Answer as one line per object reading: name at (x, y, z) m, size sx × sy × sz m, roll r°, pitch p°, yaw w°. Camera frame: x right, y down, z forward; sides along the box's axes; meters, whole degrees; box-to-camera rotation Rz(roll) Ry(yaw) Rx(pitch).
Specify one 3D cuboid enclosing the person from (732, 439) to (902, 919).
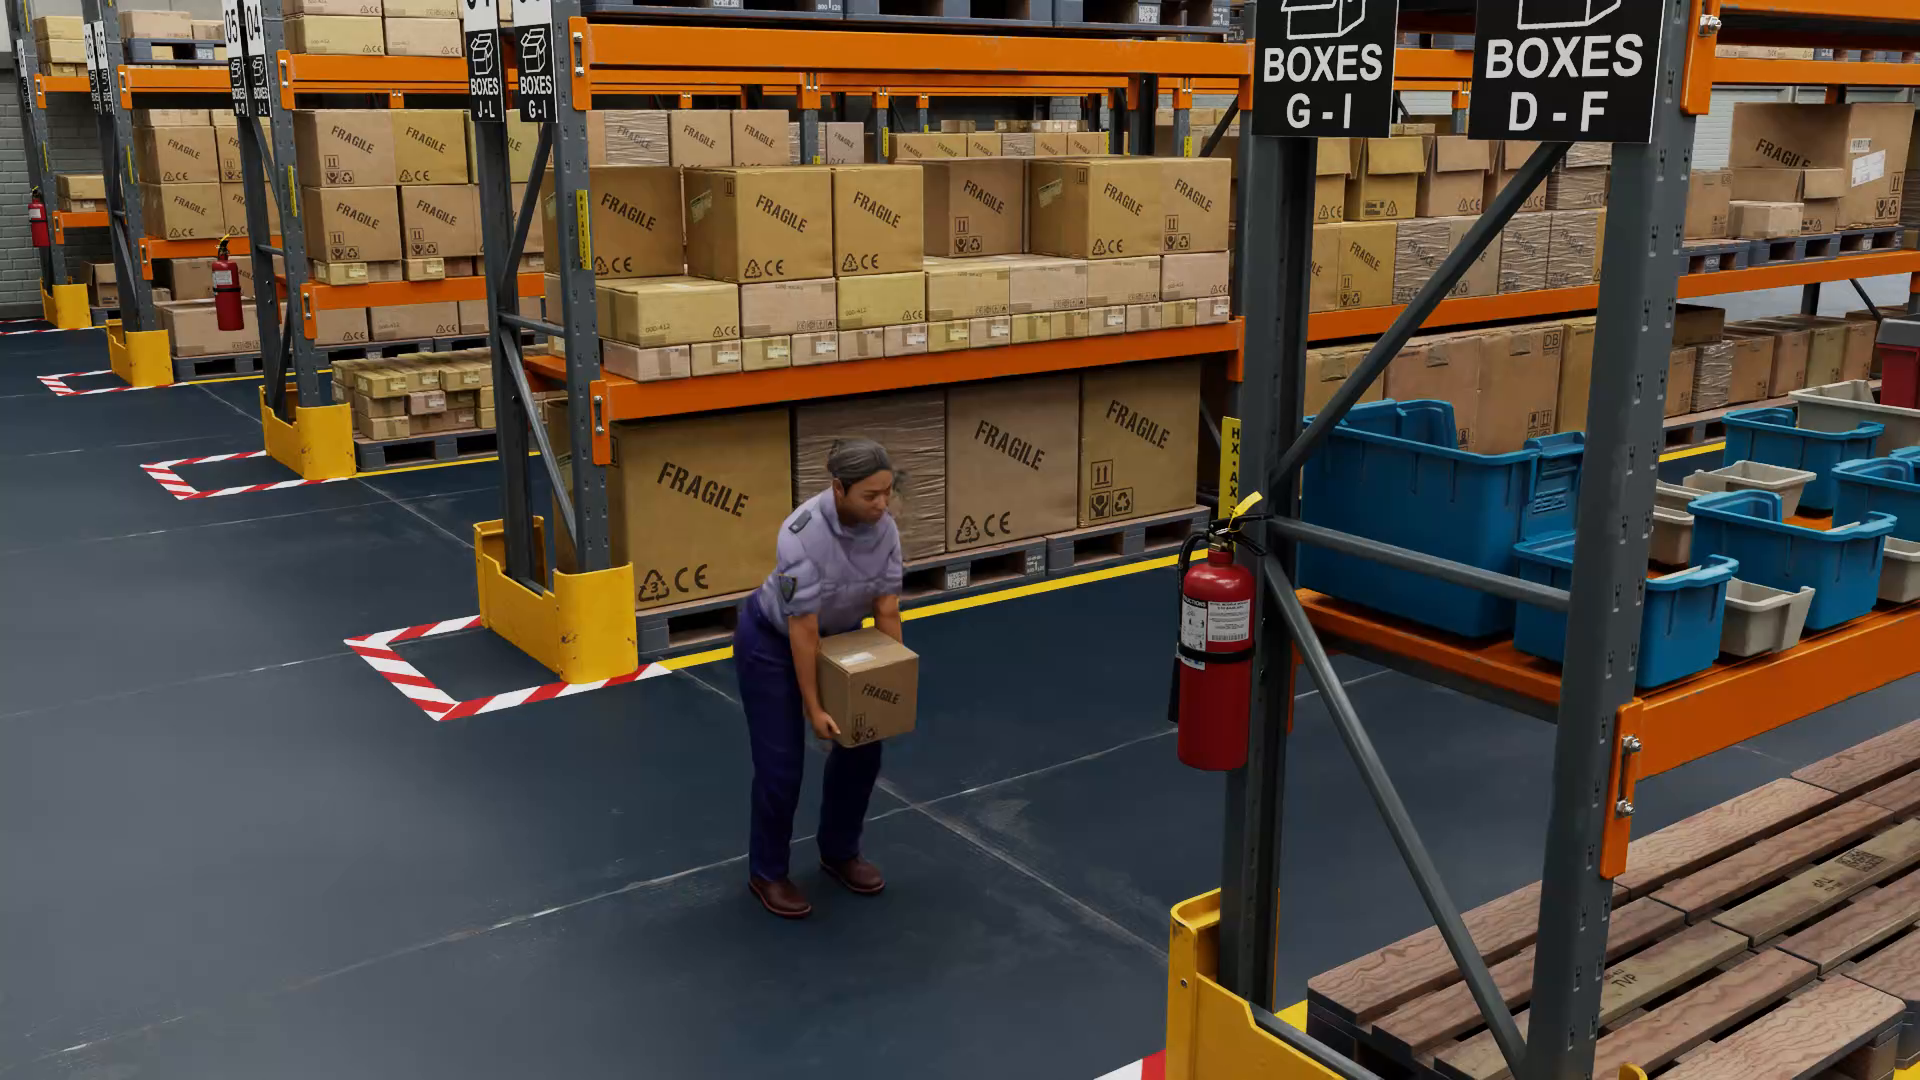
person at (-0.421, 0.415, 5.169) m, size 0.438 × 1.544 × 0.612 m, roll -11°, pitch 18°, yaw -36°
